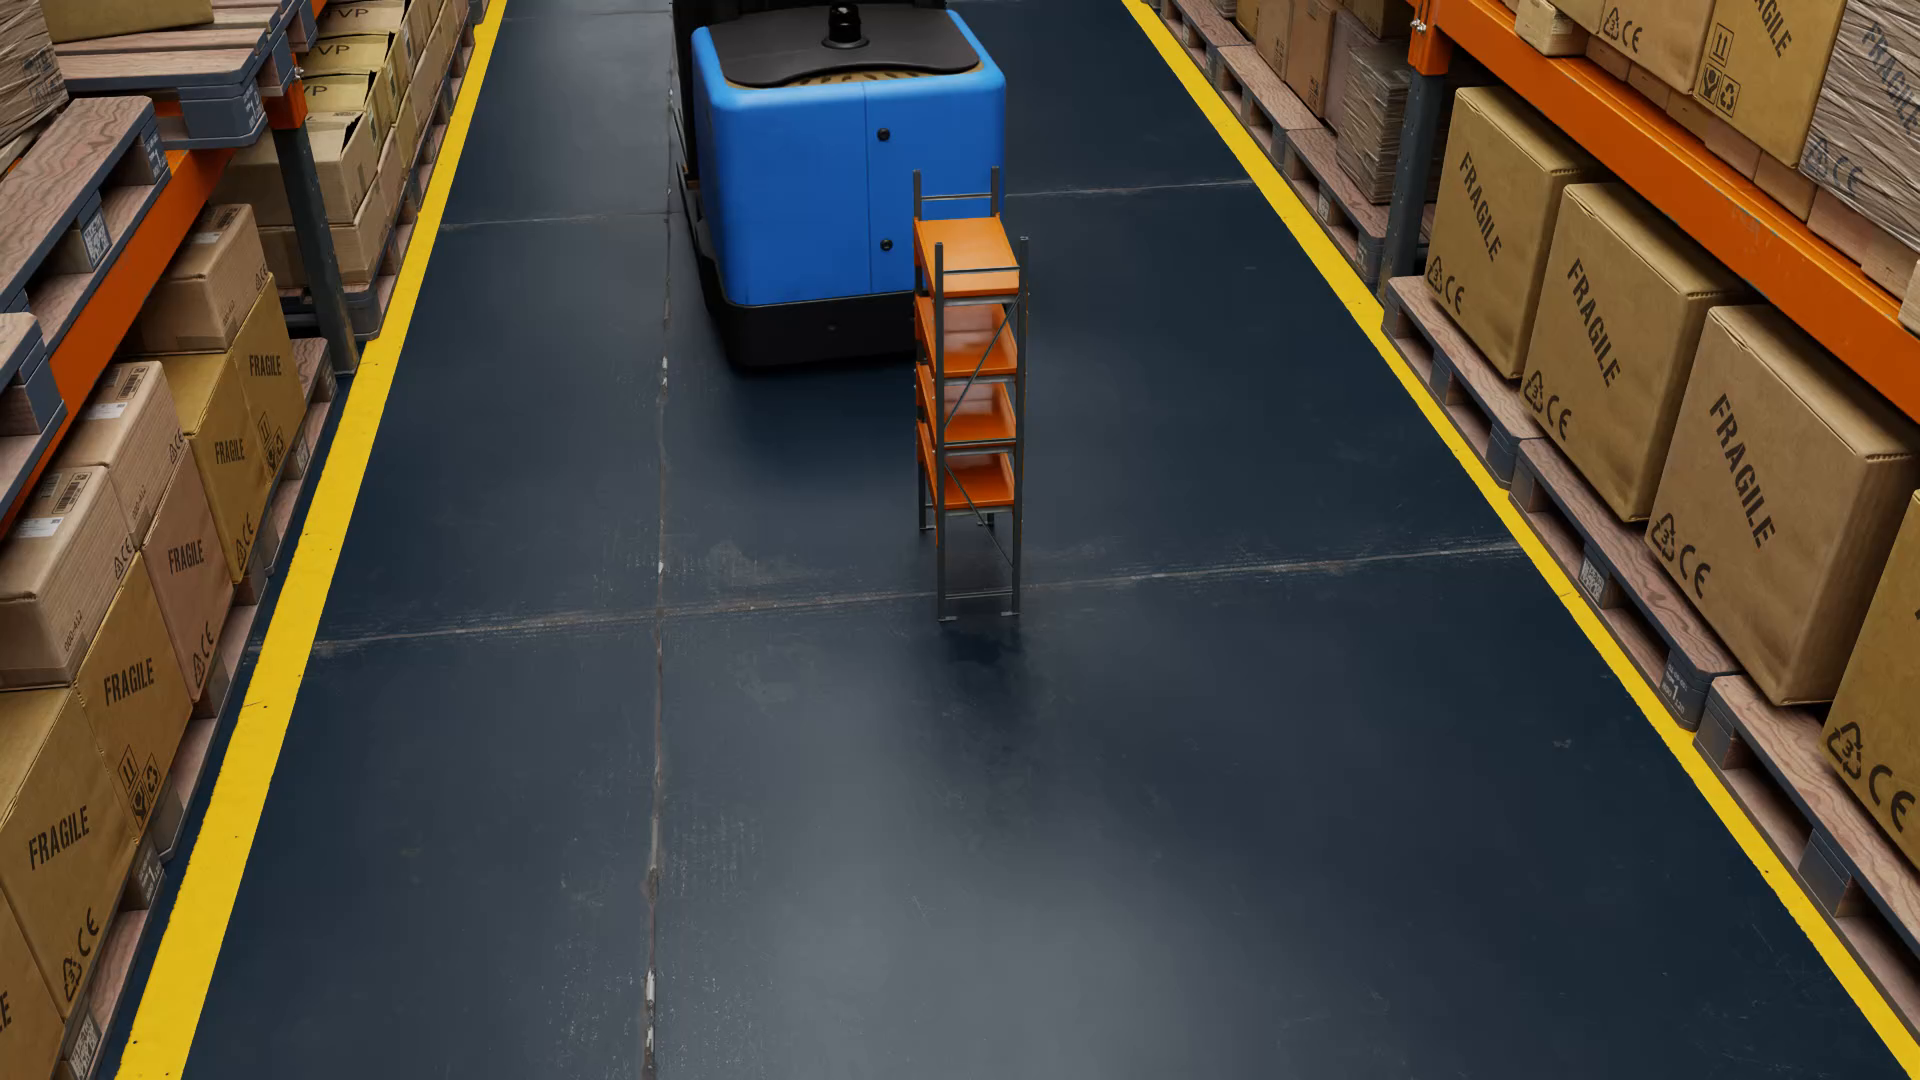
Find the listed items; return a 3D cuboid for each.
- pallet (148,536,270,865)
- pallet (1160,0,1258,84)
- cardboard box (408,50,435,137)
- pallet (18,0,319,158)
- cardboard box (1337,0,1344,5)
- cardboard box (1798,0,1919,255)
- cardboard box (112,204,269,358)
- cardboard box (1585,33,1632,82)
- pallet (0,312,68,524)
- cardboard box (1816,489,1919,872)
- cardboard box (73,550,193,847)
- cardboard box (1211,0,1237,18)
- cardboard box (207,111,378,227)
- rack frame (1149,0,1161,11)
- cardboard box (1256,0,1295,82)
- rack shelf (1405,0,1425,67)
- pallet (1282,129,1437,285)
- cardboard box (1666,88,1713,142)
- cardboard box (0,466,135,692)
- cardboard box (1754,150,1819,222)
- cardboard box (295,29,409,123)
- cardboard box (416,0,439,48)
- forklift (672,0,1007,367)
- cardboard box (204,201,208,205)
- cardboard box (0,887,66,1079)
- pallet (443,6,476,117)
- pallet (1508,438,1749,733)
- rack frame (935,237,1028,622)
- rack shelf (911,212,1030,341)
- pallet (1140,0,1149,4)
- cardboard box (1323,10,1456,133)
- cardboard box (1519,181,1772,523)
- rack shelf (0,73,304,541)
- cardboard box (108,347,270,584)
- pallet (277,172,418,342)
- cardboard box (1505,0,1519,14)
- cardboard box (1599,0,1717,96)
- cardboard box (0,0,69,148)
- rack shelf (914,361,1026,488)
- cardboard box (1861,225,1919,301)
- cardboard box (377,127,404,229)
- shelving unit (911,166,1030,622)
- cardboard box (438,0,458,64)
[{"bbox_3d":[-2.512,0.412,4.458,1.003,0.211,1.213,-4,35,-6],"label":"pallet"},{"bbox_3d":[1.741,-2.862,9.262,1.003,0.211,1.213,-4,35,-6],"label":"pallet"},{"bbox_3d":[-2.728,-2.047,7.659,0.500,0.250,0.500,-4,34,-5],"label":"cardboard box"},{"bbox_3d":[-2.575,-1.387,4.792,1.213,0.211,1.003,-4,35,-6],"label":"pallet"},{"bbox_3d":[1.935,-2.682,7.685,0.500,0.250,0.500,-5,35,-7],"label":"cardboard box"},{"bbox_3d":[2.261,-0.960,3.624,0.500,0.500,0.500,-4,35,-6],"label":"cardboard box"},{"bbox_3d":[-2.366,-0.762,4.868,0.500,0.250,0.500,-3,34,-5],"label":"cardboard box"},{"bbox_3d":[2.120,-1.492,4.982,0.380,0.149,0.250,-5,35,-7],"label":"cardboard box"},{"bbox_3d":[-2.197,0.018,2.730,1.003,0.211,1.213,-4,35,-6],"label":"pallet"},{"bbox_3d":[2.494,0.378,3.568,0.750,0.750,0.750,-4,34,-6],"label":"cardboard box"},{"bbox_3d":[-2.164,0.380,3.858,0.500,0.500,0.500,-4,34,-6],"label":"cardboard box"},{"bbox_3d":[1.750,-3.188,9.093,0.700,0.500,0.500,-3,34,-5],"label":"cardboard box"},{"bbox_3d":[-2.515,-1.422,6.244,0.500,0.311,0.500,-3,34,-5],"label":"cardboard box"},{"bbox_3d":[1.634,-4.448,9.114,1.000,3.000,0.127,-4,35,-6],"label":"rack frame"},{"bbox_3d":[1.898,-2.615,8.253,0.700,0.500,0.500,-4,34,-6],"label":"cardboard box"},{"bbox_3d":[1.903,-3.035,7.679,1.077,0.370,4.000,-4,35,-6],"label":"rack shelf"},{"bbox_3d":[2.069,-1.500,7.264,1.003,0.211,1.213,-4,35,-6],"label":"pallet"},{"bbox_3d":[2.188,-1.203,4.558,0.380,0.149,0.250,-4,34,-6],"label":"cardboard box"},{"bbox_3d":[-2.156,0.088,3.620,0.500,0.250,0.500,-4,35,-6],"label":"cardboard box"},{"bbox_3d":[2.232,-0.917,4.137,0.380,0.149,0.250,-3,34,-5],"label":"cardboard box"},{"bbox_3d":[-2.661,-2.000,7.091,0.500,0.311,0.500,-5,35,-8],"label":"cardboard box"},{"bbox_3d":[-2.794,-2.567,7.924,0.500,0.311,0.500,-4,35,-7],"label":"cardboard box"},{"bbox_3d":[-0.652,-2.666,6.559,1.130,2.935,3.031,-7,35,-11],"label":"forklift"},{"bbox_3d":[-3.050,-1.382,6.184,0.500,0.311,0.500,-3,34,-5],"label":"cardboard box"},{"bbox_3d":[-2.022,0.956,3.013,0.500,0.500,0.500,-6,35,-9],"label":"cardboard box"},{"bbox_3d":[-3.136,-2.511,8.746,1.003,0.211,1.213,-4,35,-6],"label":"pallet"},{"bbox_3d":[2.364,0.061,4.973,1.003,0.211,1.213,-4,35,-6],"label":"pallet"},{"bbox_3d":[0.055,-0.267,4.577,0.240,1.200,0.015,-4,35,-6],"label":"rack frame"},{"bbox_3d":[0.022,-0.728,4.555,0.258,0.148,0.480,-4,35,-6],"label":"rack shelf"},{"bbox_3d":[1.509,-3.668,10.445,1.003,0.211,1.213,-4,35,-6],"label":"pallet"},{"bbox_3d":[2.070,-2.059,7.437,0.700,0.500,0.500,-4,35,-6],"label":"cardboard box"},{"bbox_3d":[2.253,-0.592,4.991,0.750,0.750,0.750,-5,35,-7],"label":"cardboard box"},{"bbox_3d":[-2.467,-0.426,3.850,1.077,0.370,4.000,-4,35,-6],"label":"rack shelf"},{"bbox_3d":[-2.308,-0.195,4.701,0.500,0.500,0.500,-6,35,-8],"label":"cardboard box"},{"bbox_3d":[-2.808,-1.149,6.748,1.003,0.211,1.213,-4,35,-6],"label":"pallet"},{"bbox_3d":[2.012,-1.778,5.401,0.380,0.149,0.250,-4,34,-6],"label":"cardboard box"},{"bbox_3d":[2.111,-1.528,4.458,0.500,0.500,0.500,-5,35,-7],"label":"cardboard box"},{"bbox_3d":[-2.606,-1.186,3.865,0.700,0.500,0.500,2,34,3],"label":"cardboard box"},{"bbox_3d":[0.022,-0.348,4.814,0.258,0.148,0.480,-4,35,-6],"label":"rack shelf"},{"bbox_3d":[2.276,-0.627,3.712,0.380,0.149,0.250,-4,35,-6],"label":"cardboard box"},{"bbox_3d":[-2.584,-1.471,6.814,0.500,0.250,0.500,-5,35,-8],"label":"cardboard box"},{"bbox_3d":[0.022,-0.403,4.777,0.258,1.200,0.503,-4,35,-6],"label":"shelving unit"},{"bbox_3d":[-2.865,-2.616,8.494,0.500,0.250,0.500,-5,35,-7],"label":"cardboard box"}]
